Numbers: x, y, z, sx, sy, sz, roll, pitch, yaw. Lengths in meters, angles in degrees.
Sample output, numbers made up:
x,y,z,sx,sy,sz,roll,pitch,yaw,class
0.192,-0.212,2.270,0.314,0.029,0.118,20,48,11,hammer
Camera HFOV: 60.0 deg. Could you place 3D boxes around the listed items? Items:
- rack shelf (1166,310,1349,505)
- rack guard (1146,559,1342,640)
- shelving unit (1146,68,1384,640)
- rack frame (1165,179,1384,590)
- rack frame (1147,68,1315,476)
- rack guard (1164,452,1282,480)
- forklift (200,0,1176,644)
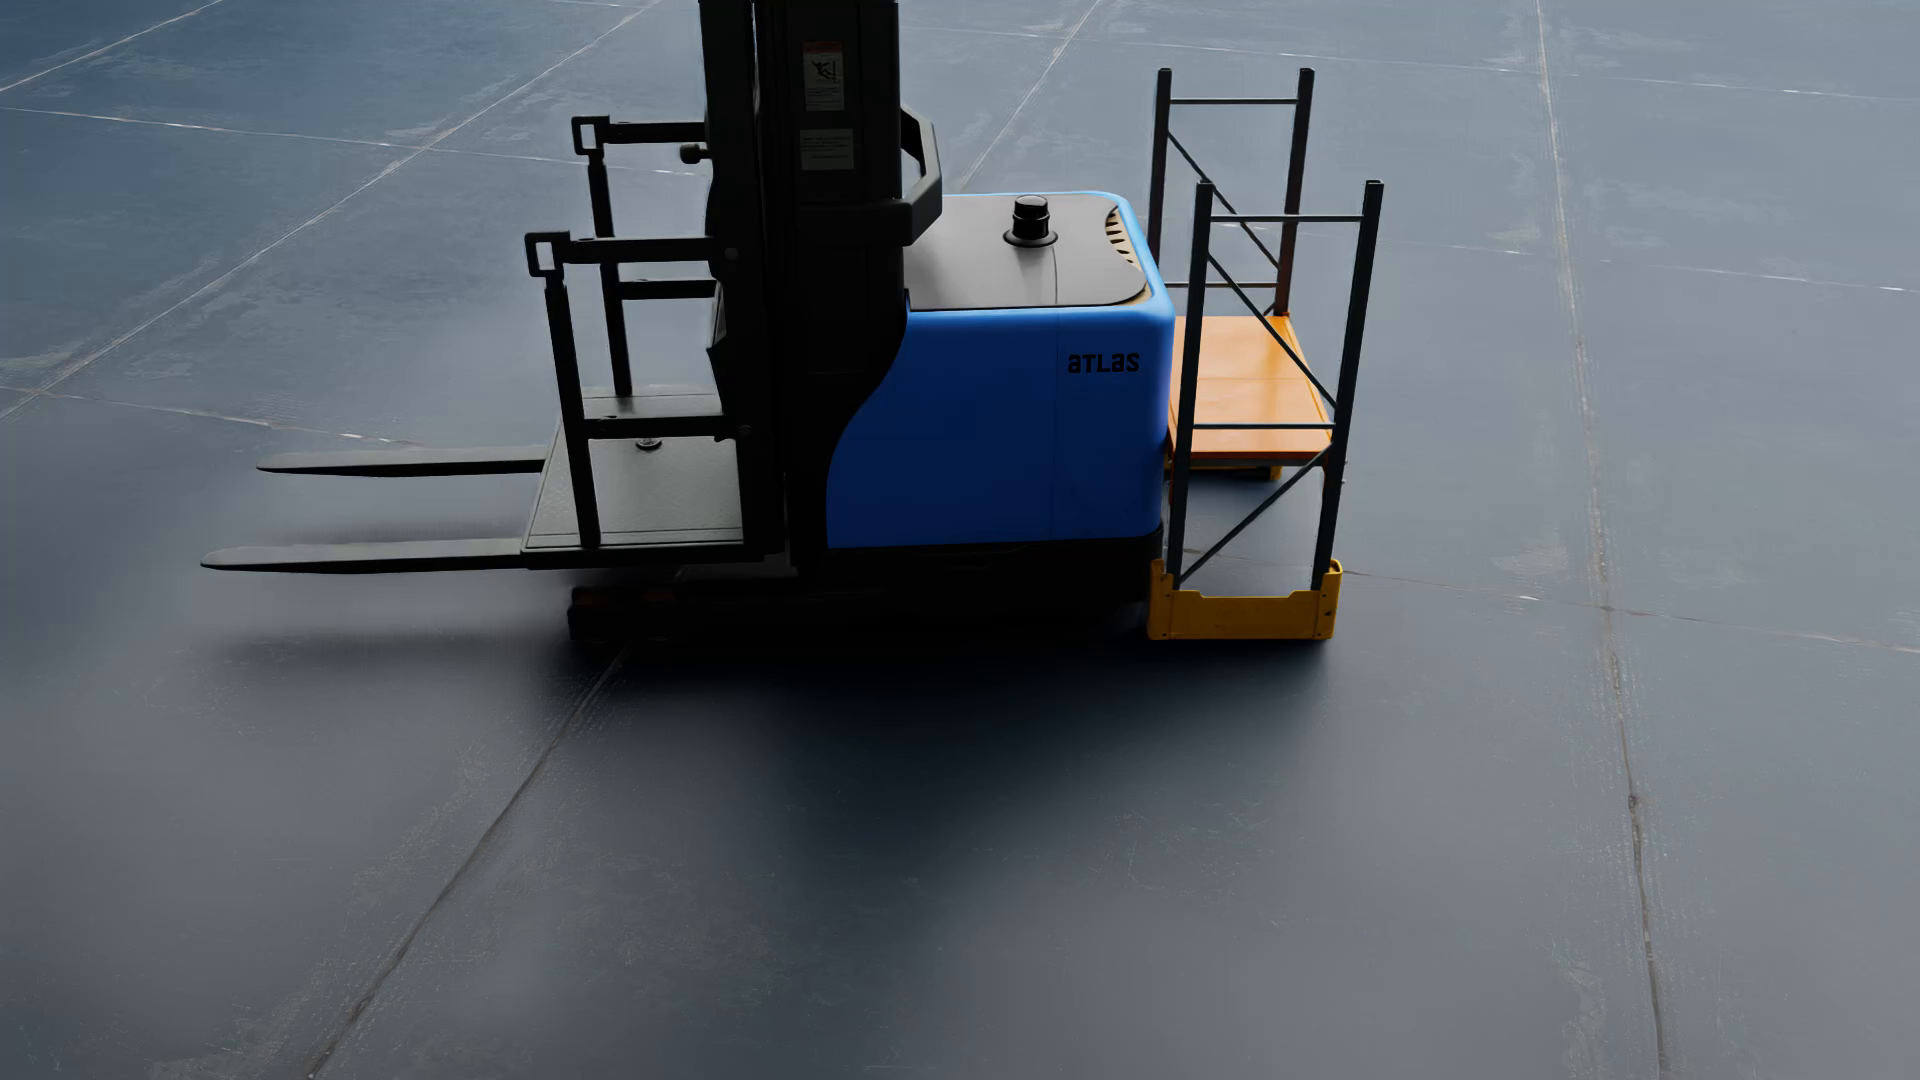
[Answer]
x,y,z,sx,sy,sz,roll,pitch,yaw,class
0.887,-0.451,5.397,0.538,0.185,1.000,0,32,0,rack shelf
0.888,0.186,5.224,0.587,0.250,0.087,0,32,0,rack guard
0.887,-0.608,5.309,0.587,1.500,1.083,0,32,0,shelving unit
0.888,-0.331,4.872,0.500,1.500,0.032,0,32,0,rack frame
0.885,-0.876,5.730,0.500,1.500,0.032,0,32,0,rack frame
0.885,-0.348,6.064,0.587,0.250,0.087,0,32,0,rack guard
-0.895,-1.204,4.912,3.031,2.935,1.130,-2,33,-3,forklift
